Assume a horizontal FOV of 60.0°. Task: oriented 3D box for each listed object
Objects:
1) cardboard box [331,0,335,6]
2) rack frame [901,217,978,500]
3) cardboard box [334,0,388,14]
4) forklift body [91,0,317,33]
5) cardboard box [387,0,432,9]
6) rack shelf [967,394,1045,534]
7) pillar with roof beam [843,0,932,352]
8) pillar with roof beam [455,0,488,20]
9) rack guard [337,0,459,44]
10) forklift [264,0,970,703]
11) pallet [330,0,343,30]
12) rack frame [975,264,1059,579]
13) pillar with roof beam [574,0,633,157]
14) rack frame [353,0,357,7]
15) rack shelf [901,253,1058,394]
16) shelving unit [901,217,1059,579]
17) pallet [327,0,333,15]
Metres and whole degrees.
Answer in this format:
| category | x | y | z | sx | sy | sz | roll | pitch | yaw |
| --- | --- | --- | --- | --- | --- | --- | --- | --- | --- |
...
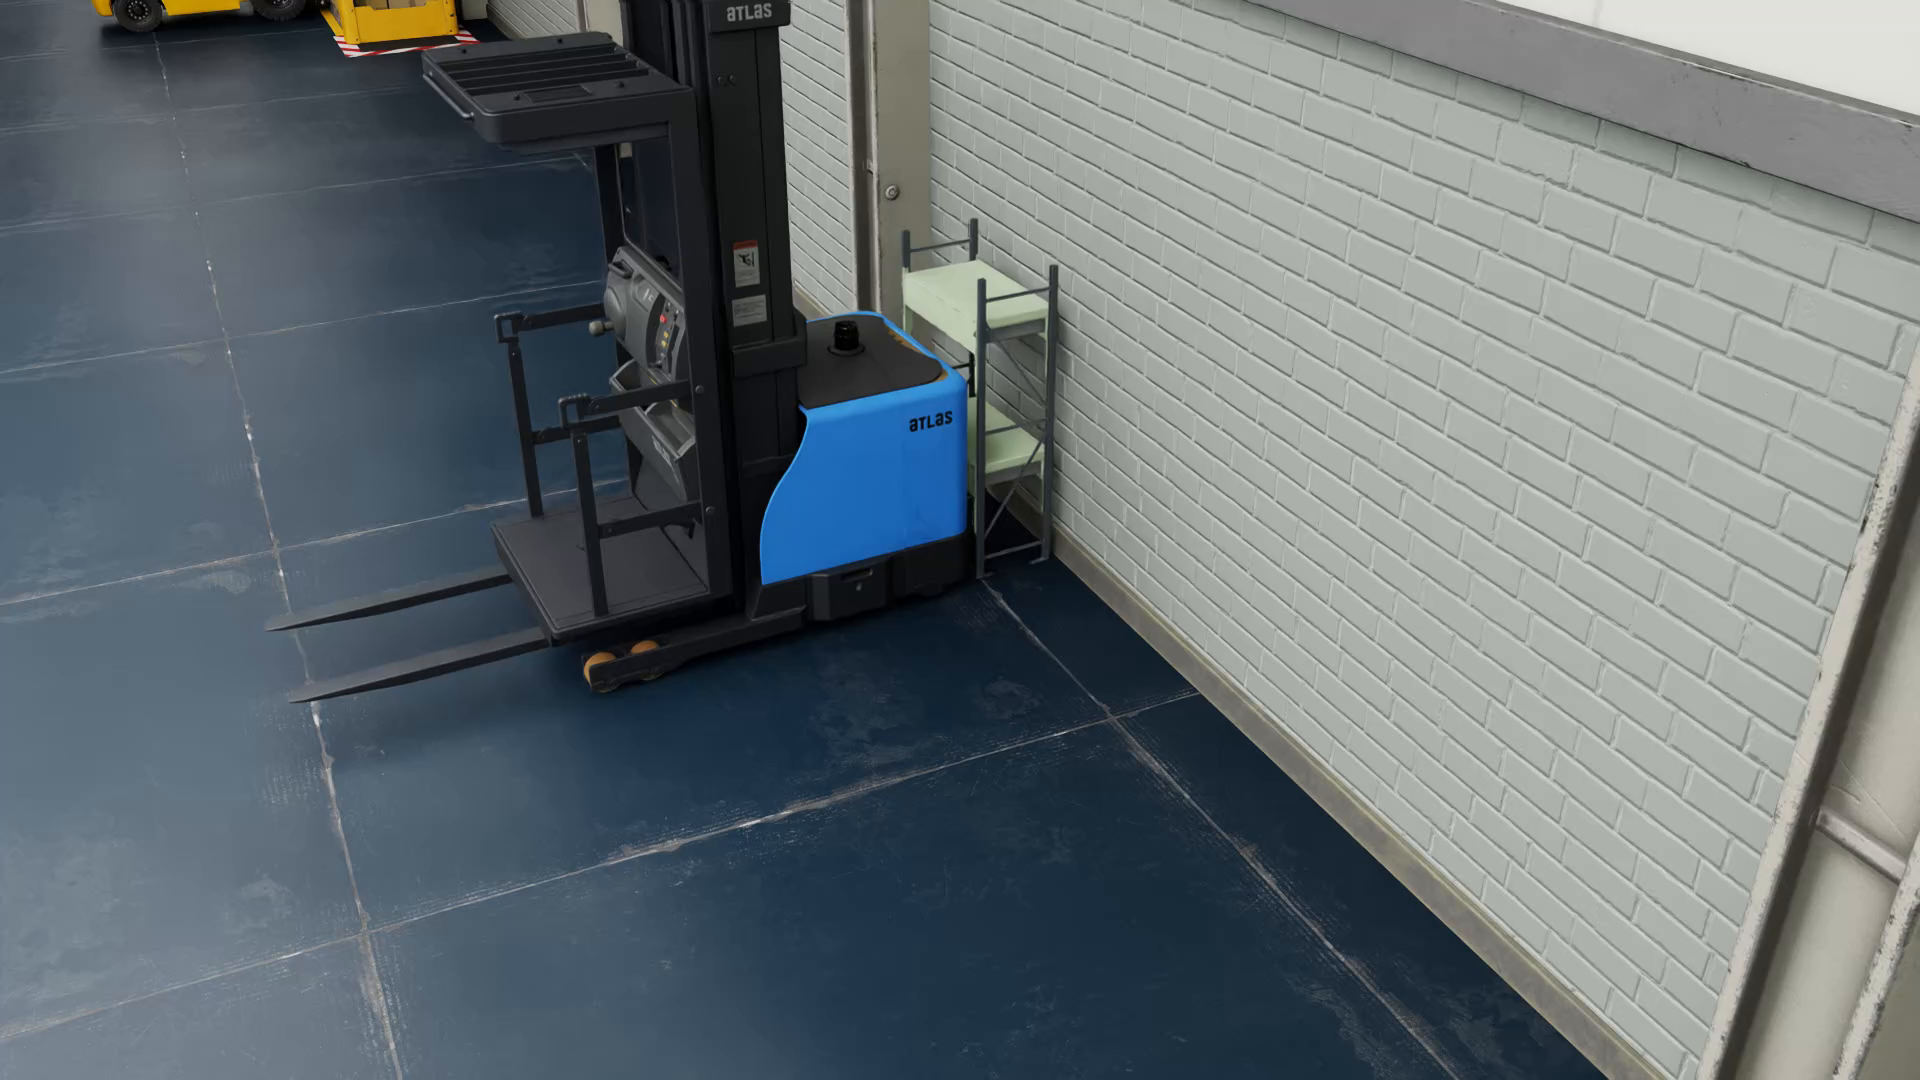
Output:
| category | x | y | z | sx | sy | sz | roll | pitch | yaw |
| --- | --- | --- | --- | --- | --- | --- | --- | --- | --- |
| cardboard box | -6.726 | -6.108 | 18.458 | 0.500 | 0.250 | 0.500 | -13 | 32 | -22 |
| rack frame | -0.094 | -0.832 | 8.201 | 0.400 | 1.500 | 0.023 | -15 | 33 | -25 |
| cardboard box | -6.521 | -5.886 | 18.062 | 0.500 | 0.250 | 0.500 | -13 | 32 | -22 |
| forklift body | -8.496 | -6.846 | 18.259 | 2.313 | 2.155 | 1.214 | -13 | 32 | -22 |
| cardboard box | -6.068 | -6.003 | 18.271 | 0.500 | 0.250 | 0.500 | -13 | 32 | -22 |
| rack shelf | 0.081 | -0.391 | 8.080 | 0.431 | 0.370 | 0.720 | -15 | 33 | -25 |
| pillar with roof beam | -4.255 | -3.670 | 5.594 | 9.100 | 9.000 | 0.400 | -13 | 32 | -22 |
| pillar with roof beam | -9.407 | -8.971 | 15.047 | 9.100 | 9.000 | 0.400 | -13 | 32 | -22 |
| rack guard | -6.024 | -5.660 | 17.833 | 1.175 | 0.500 | 0.348 | -13 | 32 | -22 |
| forklift | -1.500 | -0.926 | 6.904 | 3.031 | 2.935 | 1.130 | -15 | 32 | -24 |
| pallet | -6.400 | -5.874 | 18.509 | 1.003 | 0.211 | 1.213 | -13 | 32 | -22 |
| rack frame | 0.255 | -0.518 | 7.640 | 0.400 | 1.500 | 0.023 | -15 | 33 | -25 |
| pillar with roof beam | -6.831 | -6.320 | 10.321 | 9.100 | 9.000 | 0.400 | -13 | 32 | -22 |
| rack frame | -6.034 | -6.761 | 17.241 | 1.000 | 3.000 | 0.127 | -13 | 32 | -22 |
| rack shelf | 0.081 | -1.015 | 7.729 | 0.431 | 0.370 | 0.720 | -15 | 33 | -25 |
| shelving unit | 0.081 | -0.675 | 7.920 | 0.431 | 1.500 | 0.755 | -15 | 33 | -25 |
| pallet | -6.920 | -6.412 | 19.469 | 1.003 | 0.211 | 1.213 | -13 | 32 | -22 |
